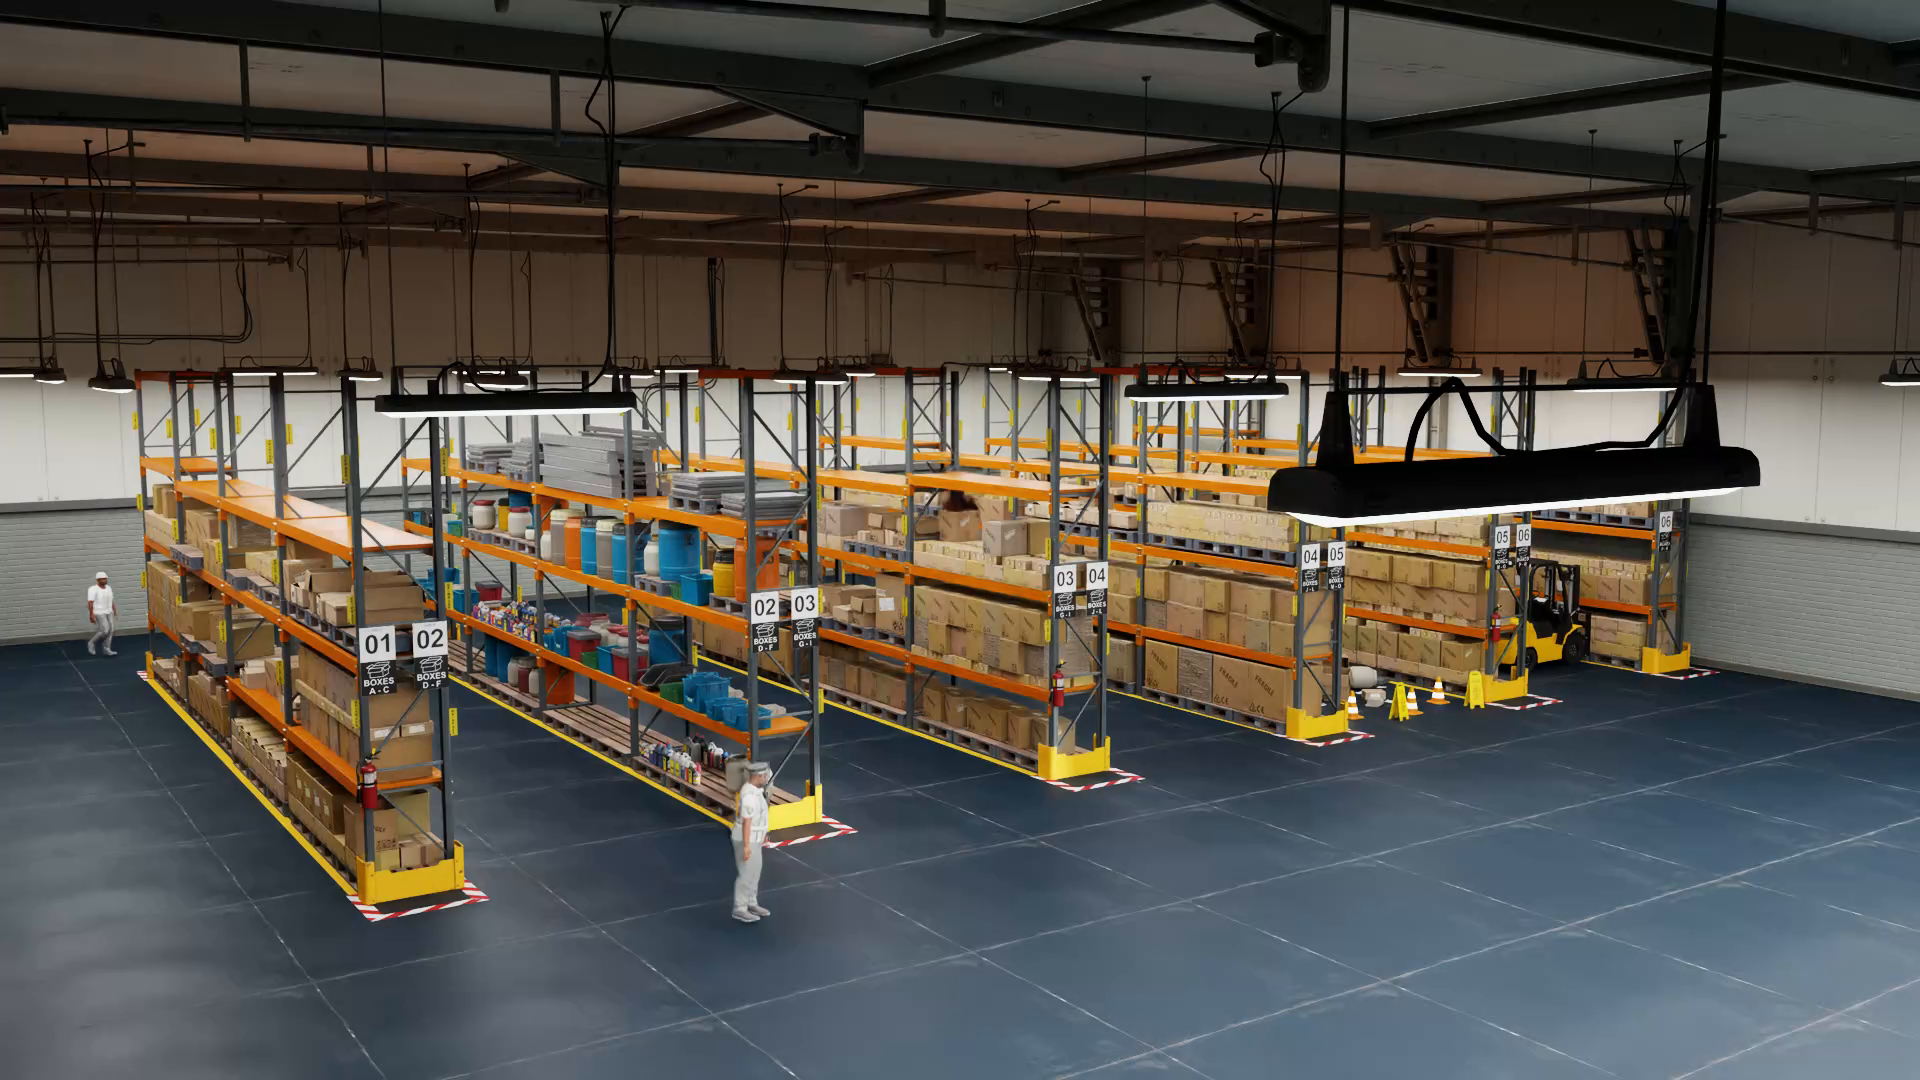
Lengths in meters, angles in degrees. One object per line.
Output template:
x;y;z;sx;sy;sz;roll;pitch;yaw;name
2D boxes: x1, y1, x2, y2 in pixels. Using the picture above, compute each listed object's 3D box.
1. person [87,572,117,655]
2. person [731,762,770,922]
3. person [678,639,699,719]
-17.860;1.529;34.633;0.522;1.757;0.578;1;7;10;person
-2.352;3.369;18.639;0.428;1.754;0.588;0;6;-2;person
-4.787;2.240;28.782;0.506;1.768;0.723;6;9;43;person
